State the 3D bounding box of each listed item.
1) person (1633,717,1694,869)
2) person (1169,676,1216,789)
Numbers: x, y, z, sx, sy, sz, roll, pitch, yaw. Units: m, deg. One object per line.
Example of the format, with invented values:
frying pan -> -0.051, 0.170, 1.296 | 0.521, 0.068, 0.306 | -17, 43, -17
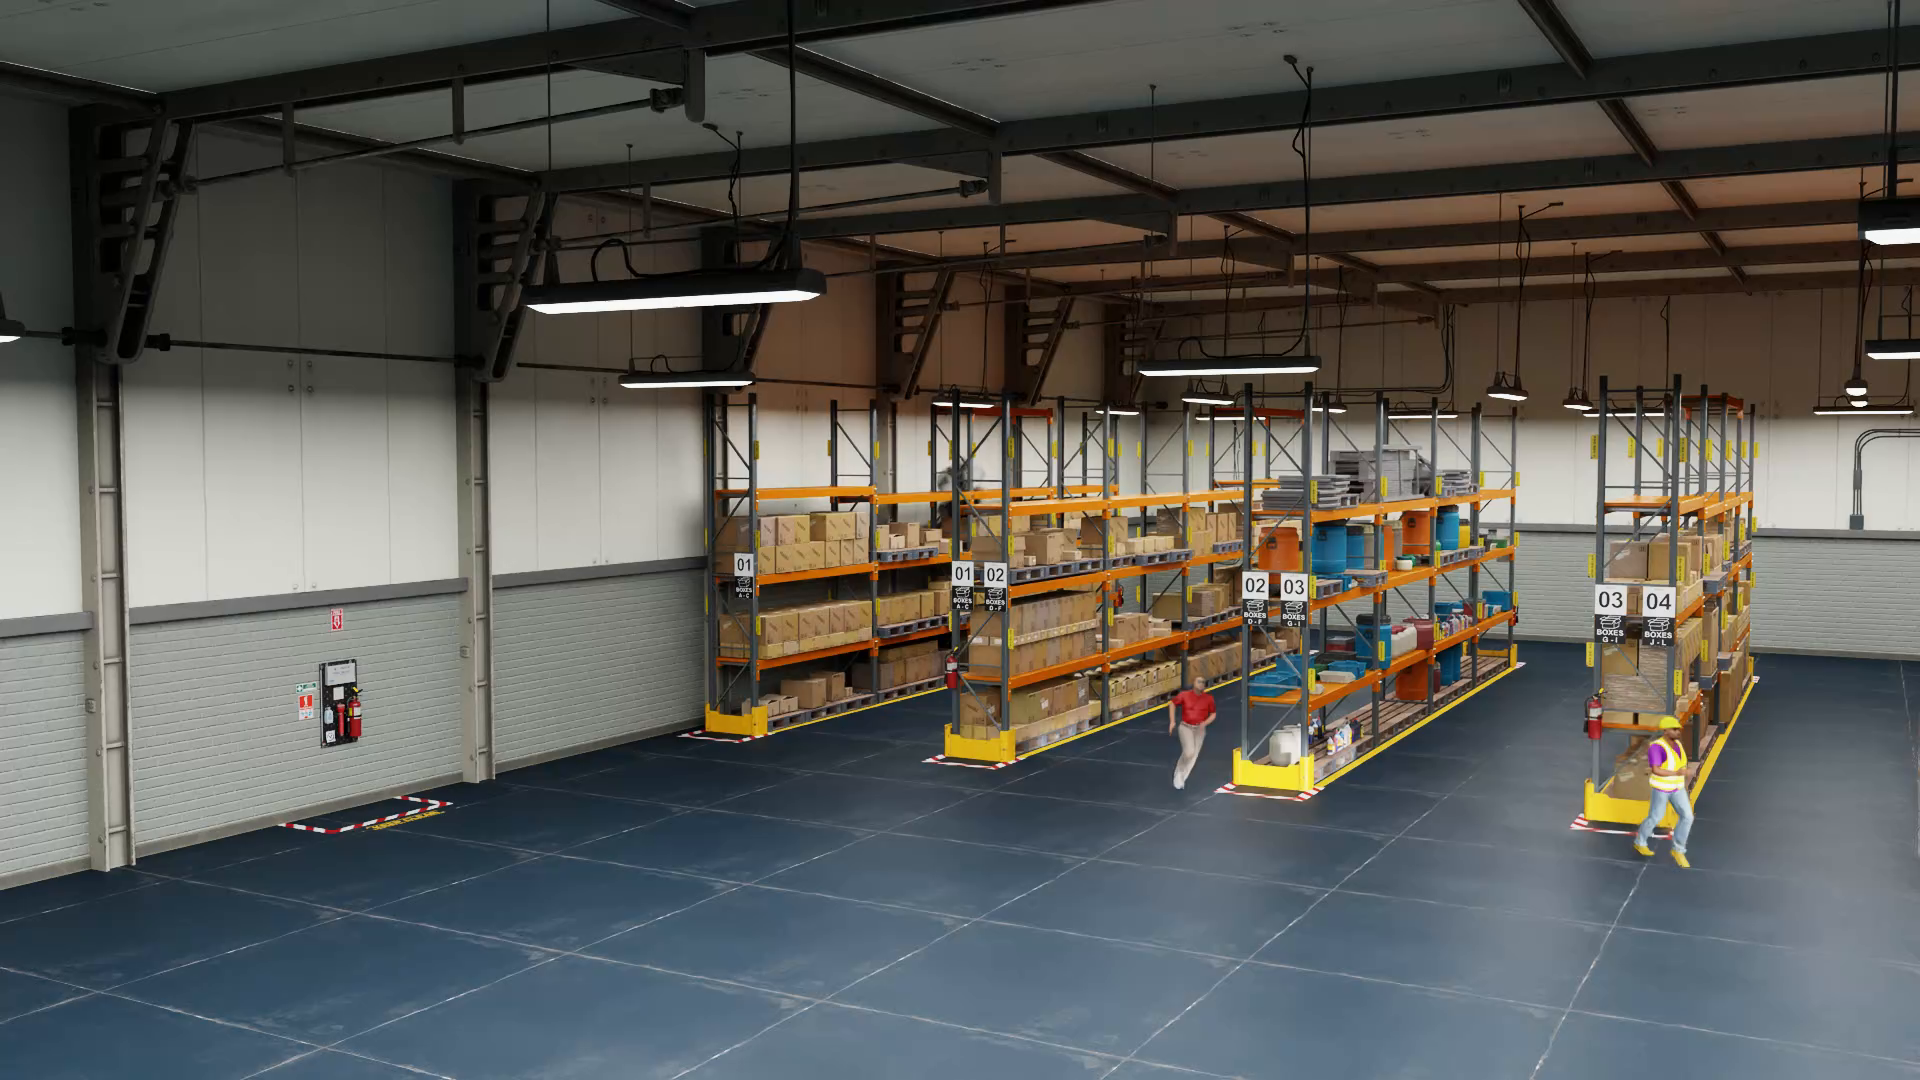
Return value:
person -> 8.540, 3.035, 20.084 | 0.670, 1.823, 0.849 | -1, 3, -26
person -> 3.452, 2.832, 24.487 | 0.669, 1.658, 0.636 | 0, 3, -7
